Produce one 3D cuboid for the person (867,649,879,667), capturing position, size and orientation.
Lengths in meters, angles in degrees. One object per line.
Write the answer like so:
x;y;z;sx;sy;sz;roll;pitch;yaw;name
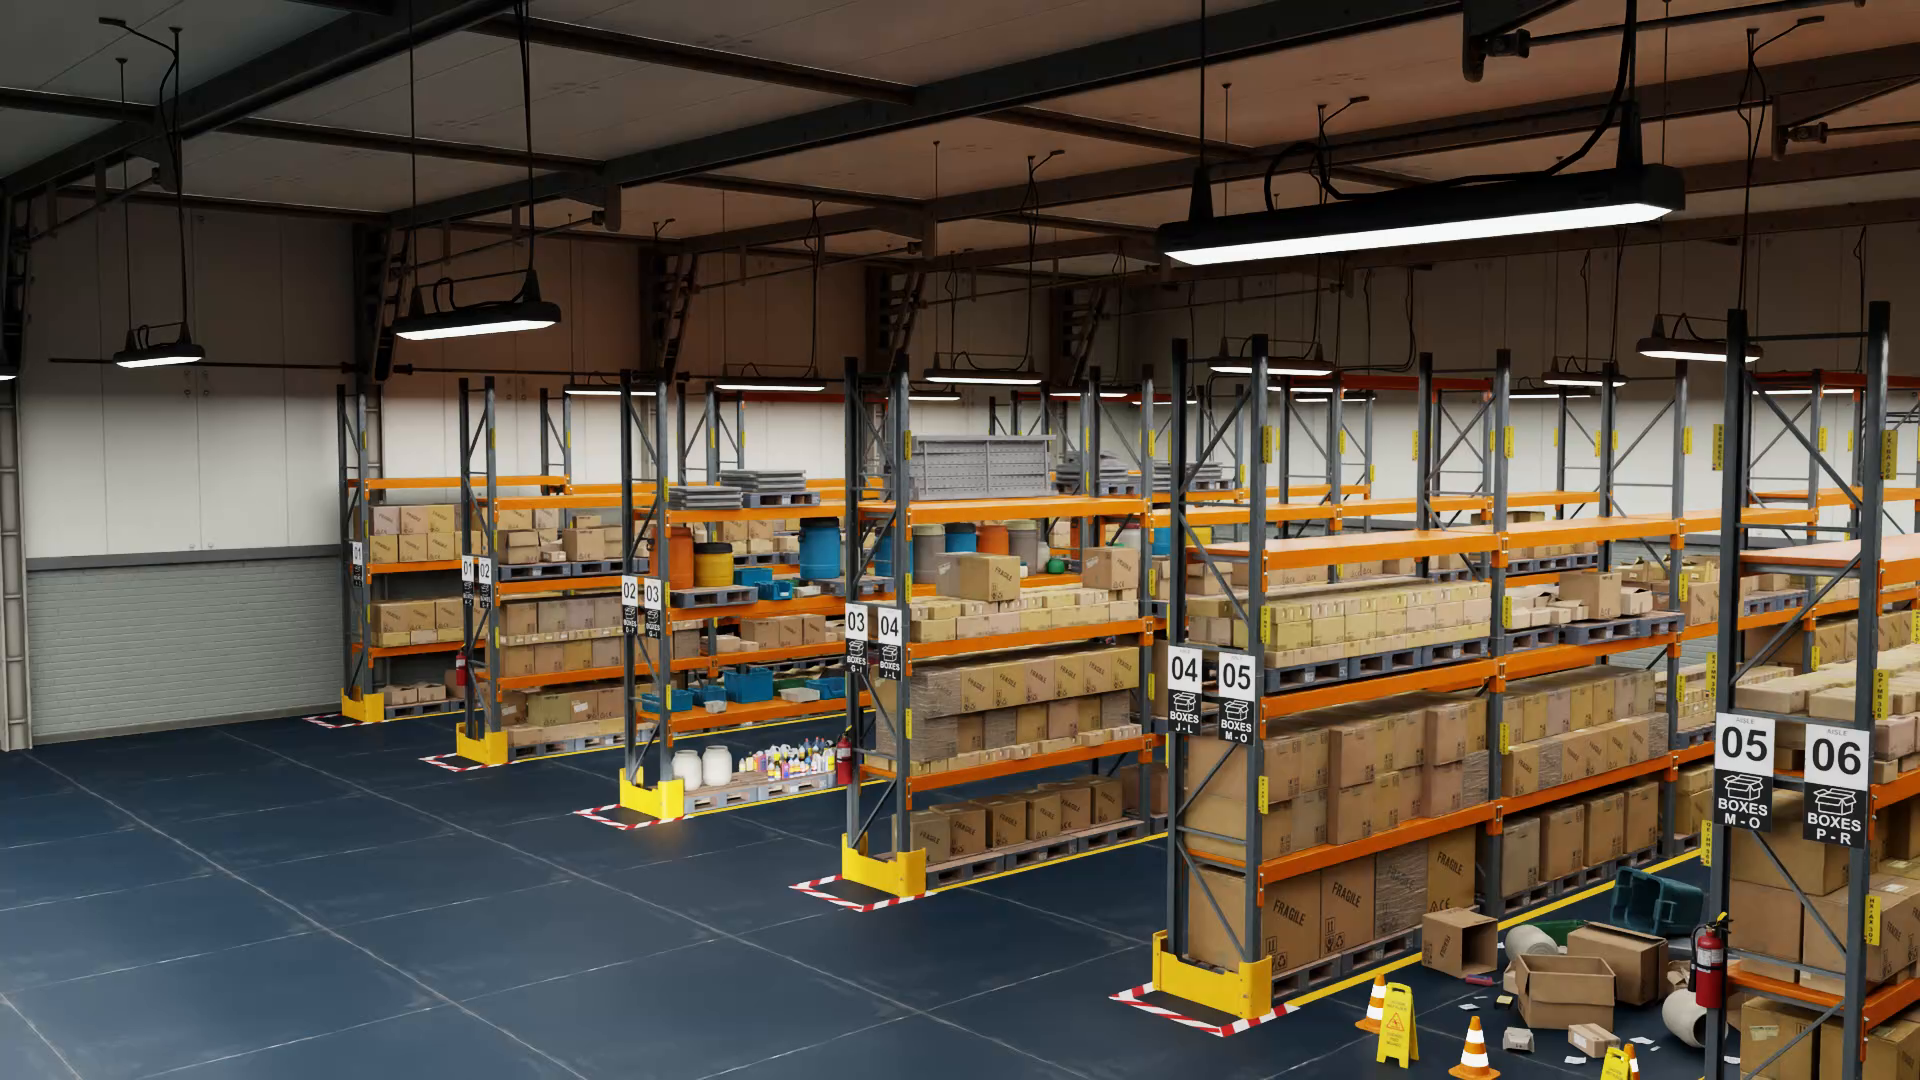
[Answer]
-1.606;1.922;35.891;0.614;1.709;1.055;3;5;38;person
